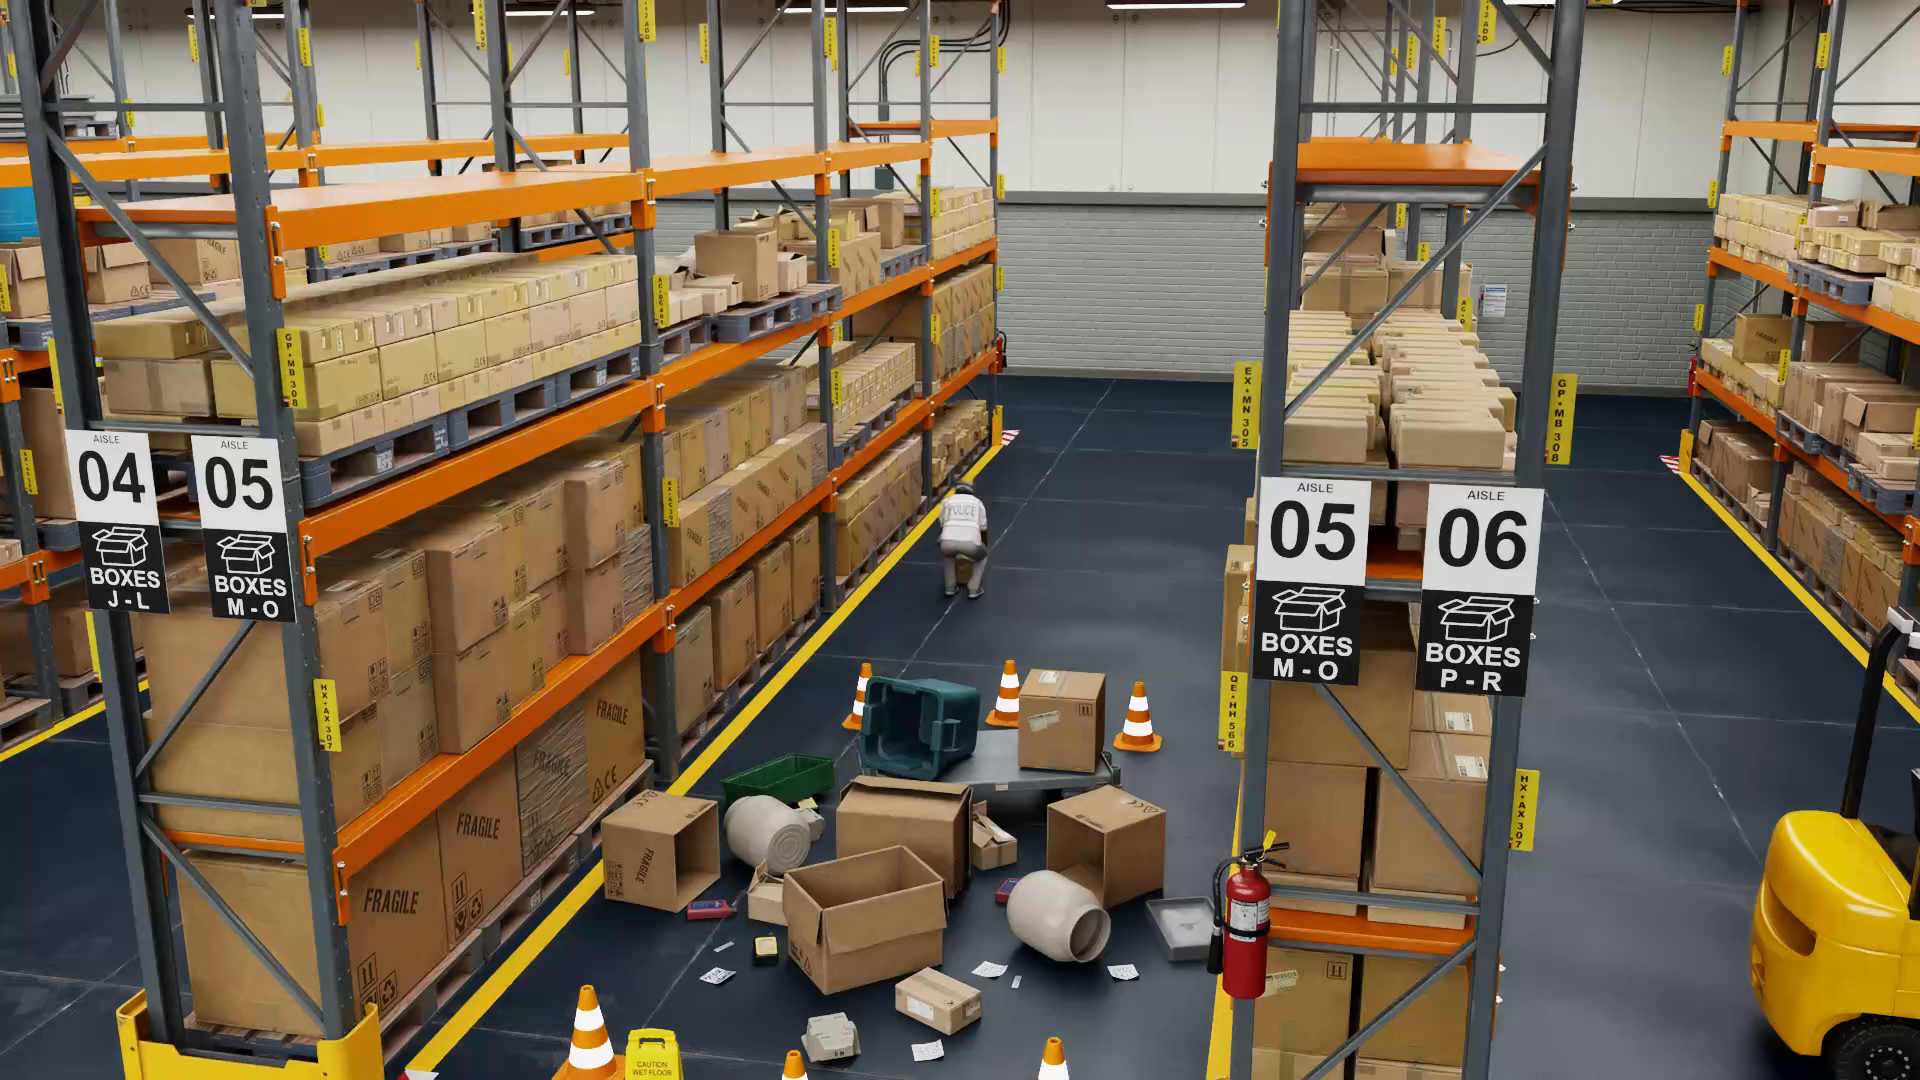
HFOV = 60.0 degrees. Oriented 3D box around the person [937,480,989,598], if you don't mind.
[{"bbox_3d":[0.019,-0.009,15.795,0.493,1.034,0.845,3,15,11],"label":"person"}]
